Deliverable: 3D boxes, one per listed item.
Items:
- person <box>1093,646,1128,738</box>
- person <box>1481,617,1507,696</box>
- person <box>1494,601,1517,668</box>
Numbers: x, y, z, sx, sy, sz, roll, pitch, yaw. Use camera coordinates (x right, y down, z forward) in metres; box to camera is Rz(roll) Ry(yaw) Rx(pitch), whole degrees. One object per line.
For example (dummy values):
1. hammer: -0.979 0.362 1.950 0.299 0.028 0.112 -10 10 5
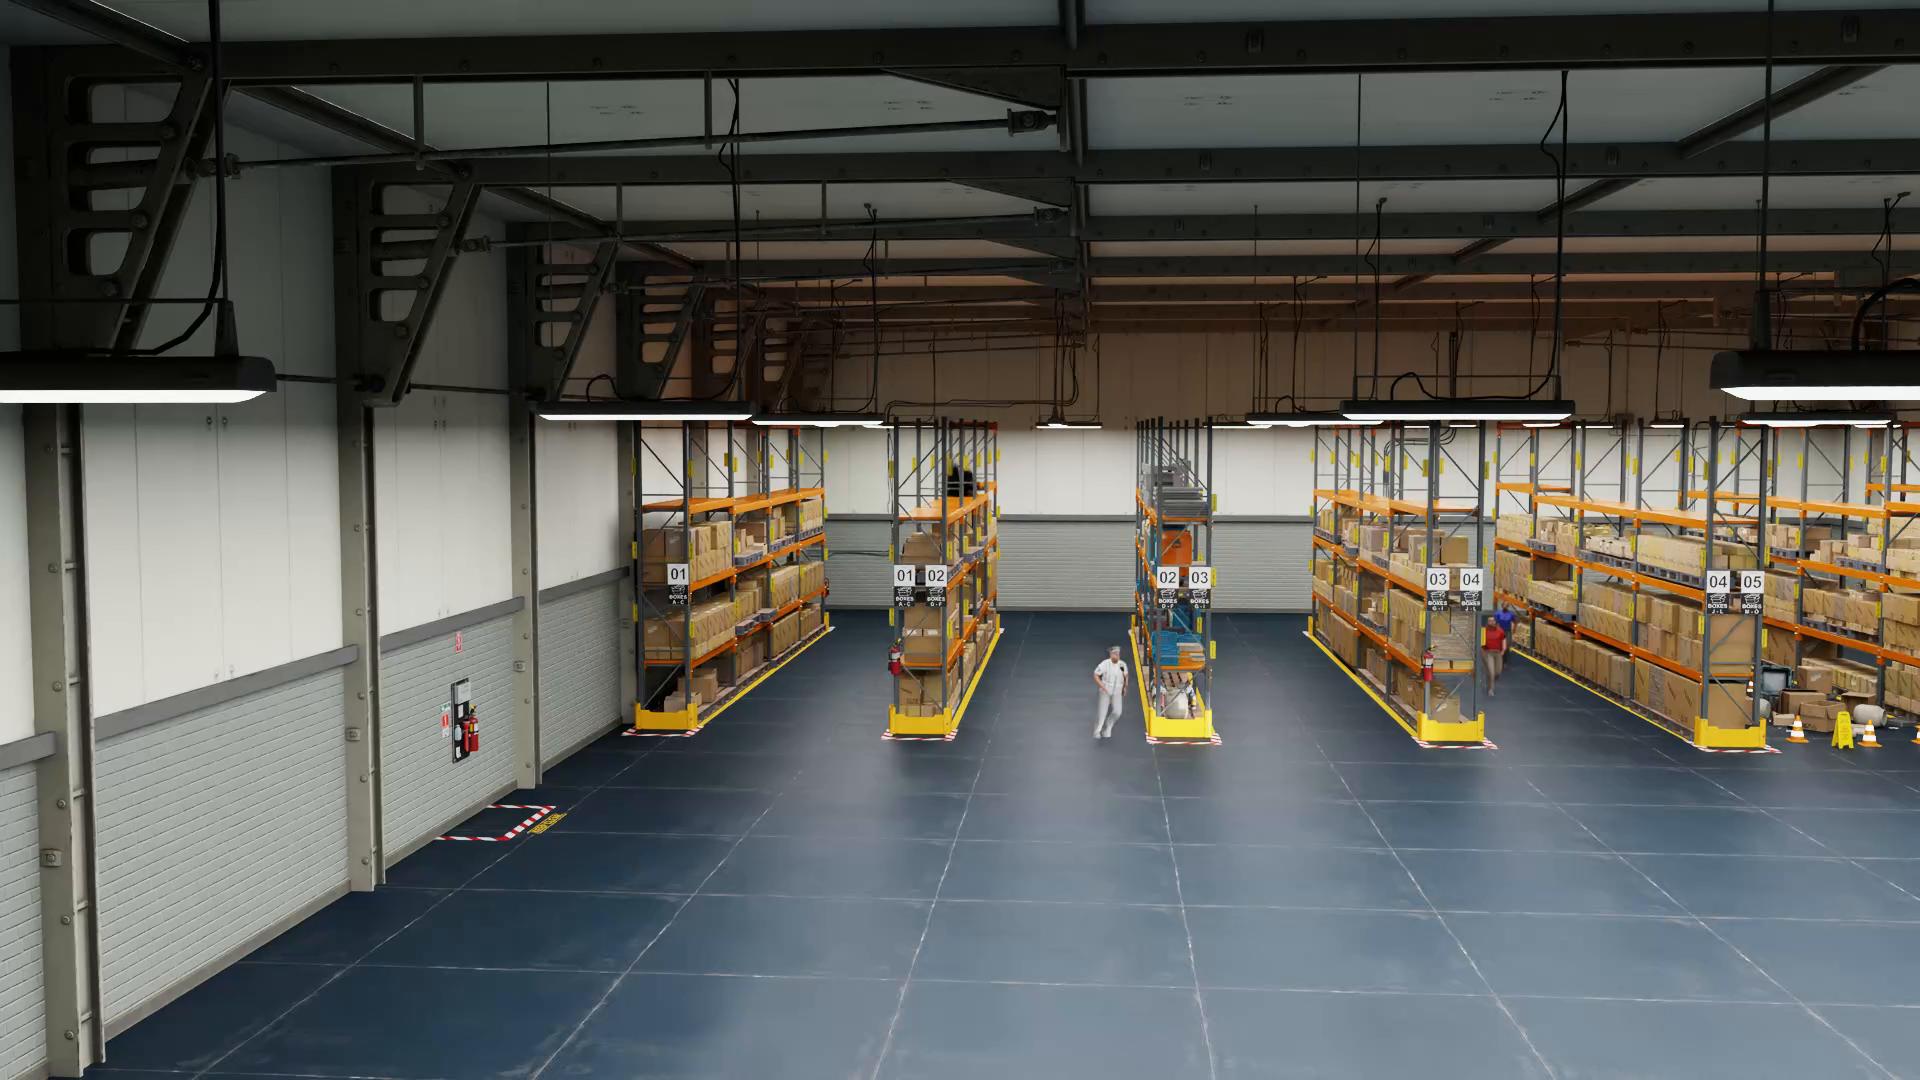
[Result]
1. person: 2.845 2.836 31.028 0.721 1.733 0.596 -1 4 -10
2. person: 11.603 2.517 36.316 0.658 1.705 0.612 0 4 4
3. person: 13.247 2.282 40.441 0.592 1.626 0.555 0 4 3
